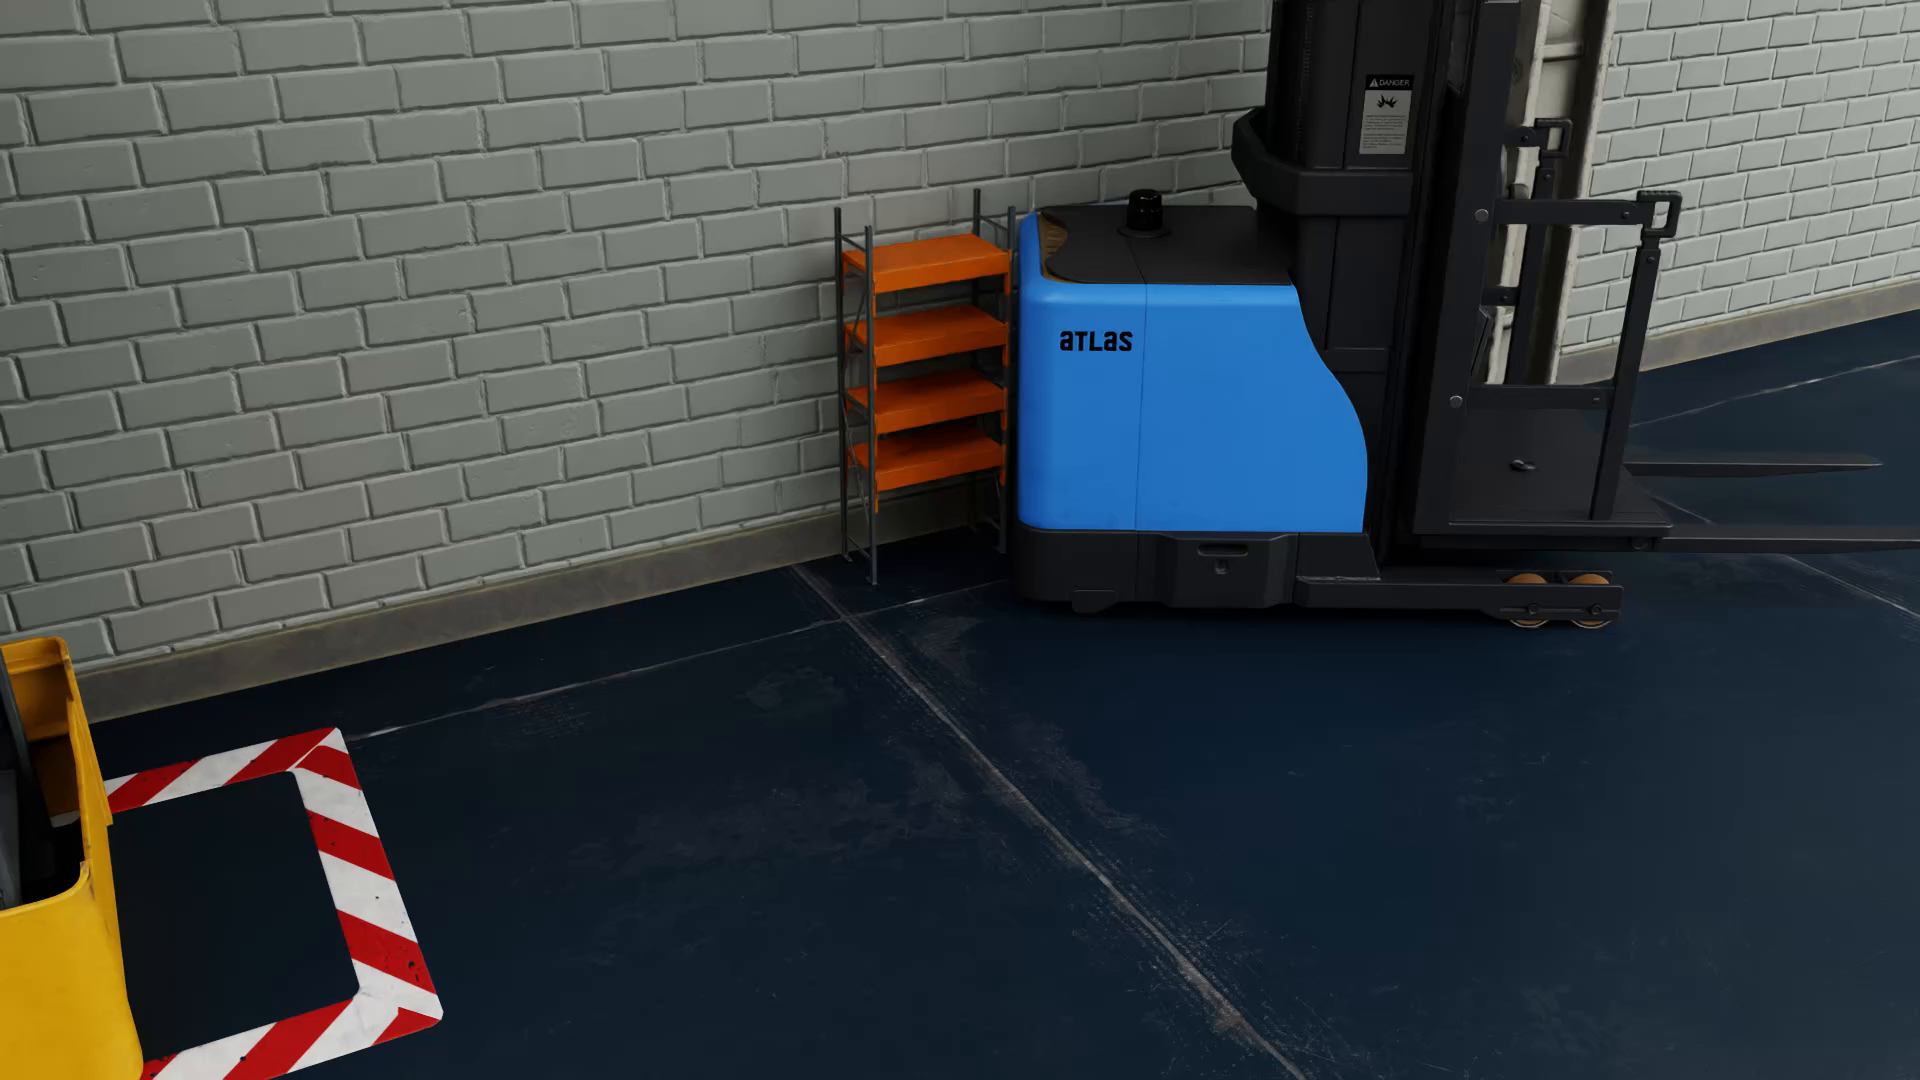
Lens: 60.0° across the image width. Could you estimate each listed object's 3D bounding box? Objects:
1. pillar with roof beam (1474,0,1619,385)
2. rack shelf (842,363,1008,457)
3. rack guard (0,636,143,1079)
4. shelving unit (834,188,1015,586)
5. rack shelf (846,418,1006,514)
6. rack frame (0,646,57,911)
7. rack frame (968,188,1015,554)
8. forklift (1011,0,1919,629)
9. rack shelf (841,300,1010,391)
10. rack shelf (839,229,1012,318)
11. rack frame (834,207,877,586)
[{"bbox_3d":[4.164,-2.896,1.385,0.400,9.000,9.100,-13,29,-25],"label":"pillar with roof beam"},{"bbox_3d":[-0.115,-0.426,5.397,0.480,0.148,0.258,-13,30,-26],"label":"rack shelf"},{"bbox_3d":[-2.096,0.711,3.692,0.348,0.500,1.175,-13,29,-25],"label":"rack guard"},{"bbox_3d":[-0.115,-0.486,5.367,0.503,1.200,0.258,-13,30,-26],"label":"shelving unit"},{"bbox_3d":[-0.118,-0.249,5.487,0.480,0.148,0.258,-13,30,-26],"label":"rack shelf"},{"bbox_3d":[-2.117,-0.411,3.141,0.127,3.000,1.000,-13,29,-25],"label":"rack frame"},{"bbox_3d":[0.100,-0.536,5.472,0.015,1.200,0.240,-13,30,-26],"label":"rack frame"},{"bbox_3d":[1.692,-1.279,5.027,3.031,2.935,1.130,1,26,1],"label":"forklift"},{"bbox_3d":[-0.113,-0.625,5.296,0.480,0.148,0.258,-13,30,-26],"label":"rack shelf"},{"bbox_3d":[-0.110,-0.836,5.189,0.480,0.148,0.258,-13,30,-26],"label":"rack shelf"},{"bbox_3d":[-0.329,-0.435,5.262,0.015,1.200,0.240,-13,30,-26],"label":"rack frame"}]
